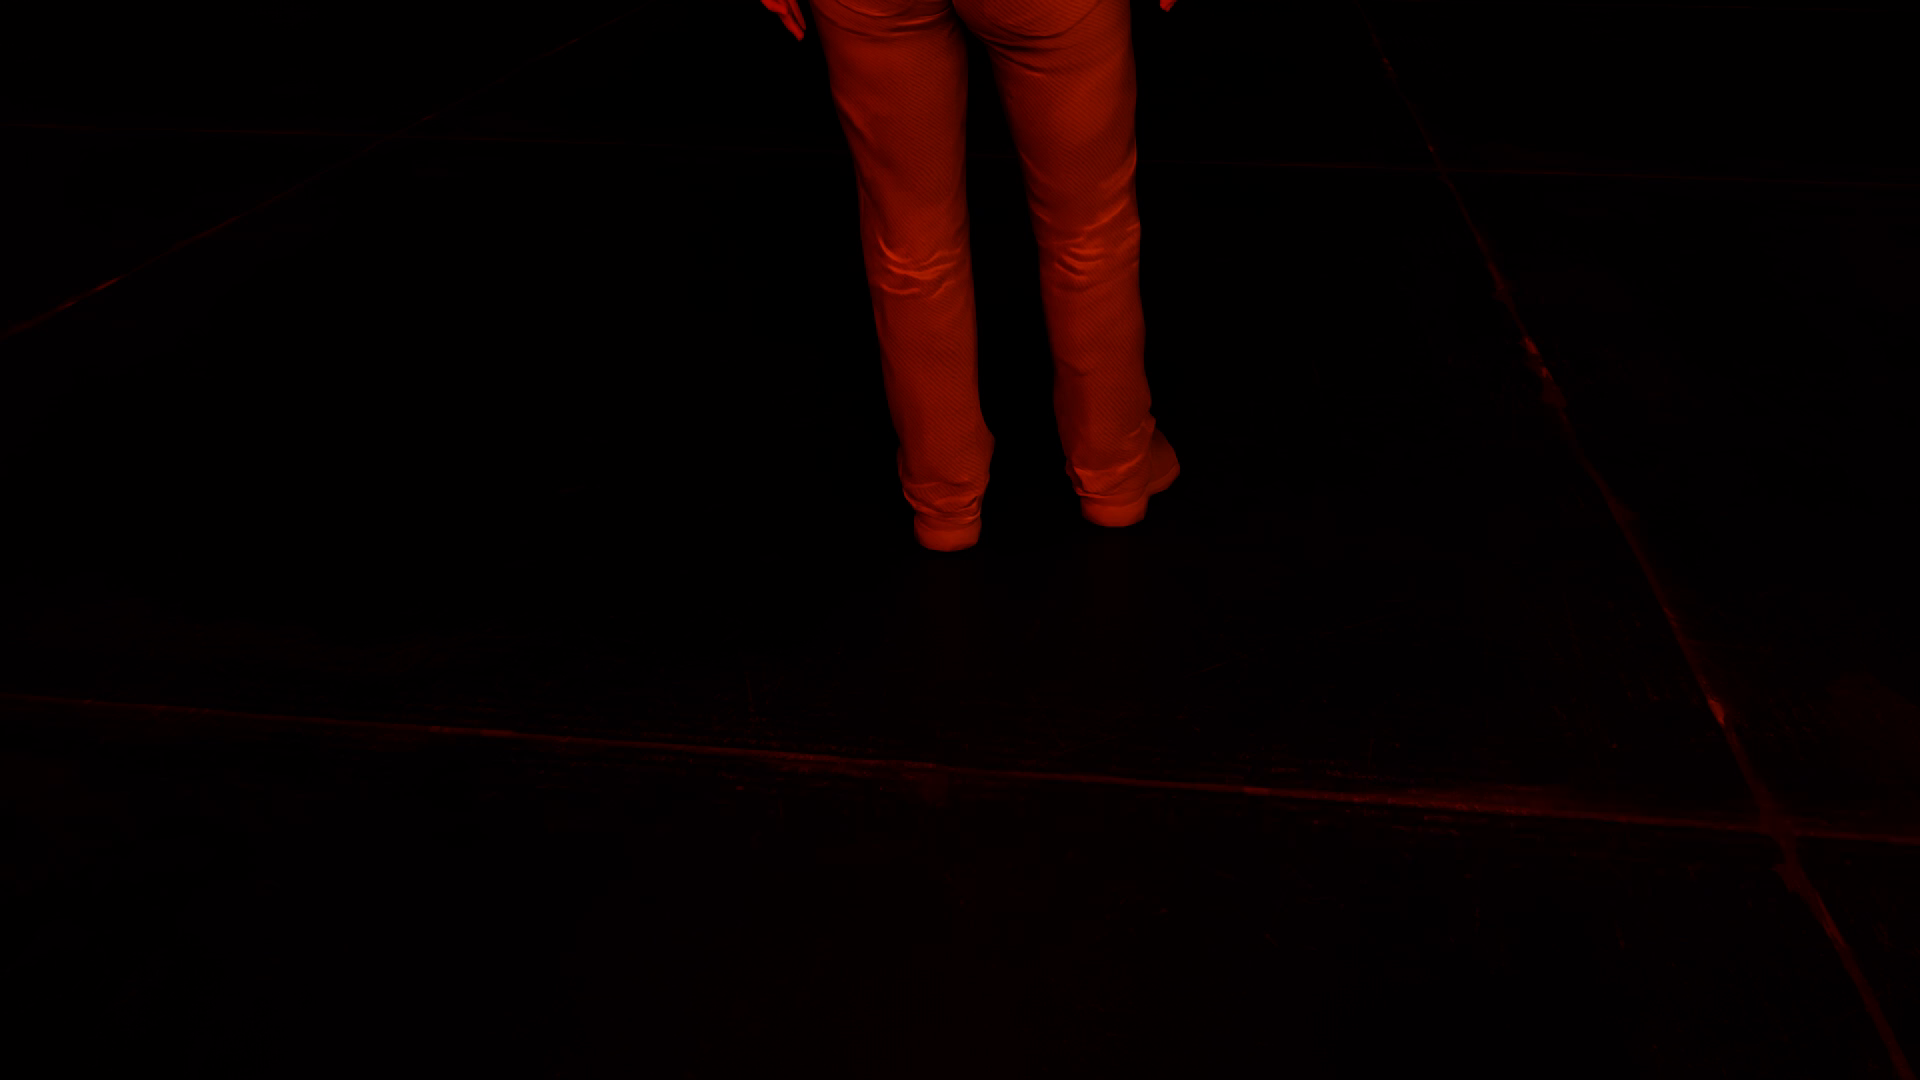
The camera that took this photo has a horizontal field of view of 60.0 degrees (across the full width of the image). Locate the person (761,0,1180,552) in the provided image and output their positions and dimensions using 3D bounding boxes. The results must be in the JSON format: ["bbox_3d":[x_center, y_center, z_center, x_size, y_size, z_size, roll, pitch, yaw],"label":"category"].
[{"bbox_3d":[0.016,-0.827,2.155,0.632,1.773,0.568,3,27,7],"label":"person"}]
